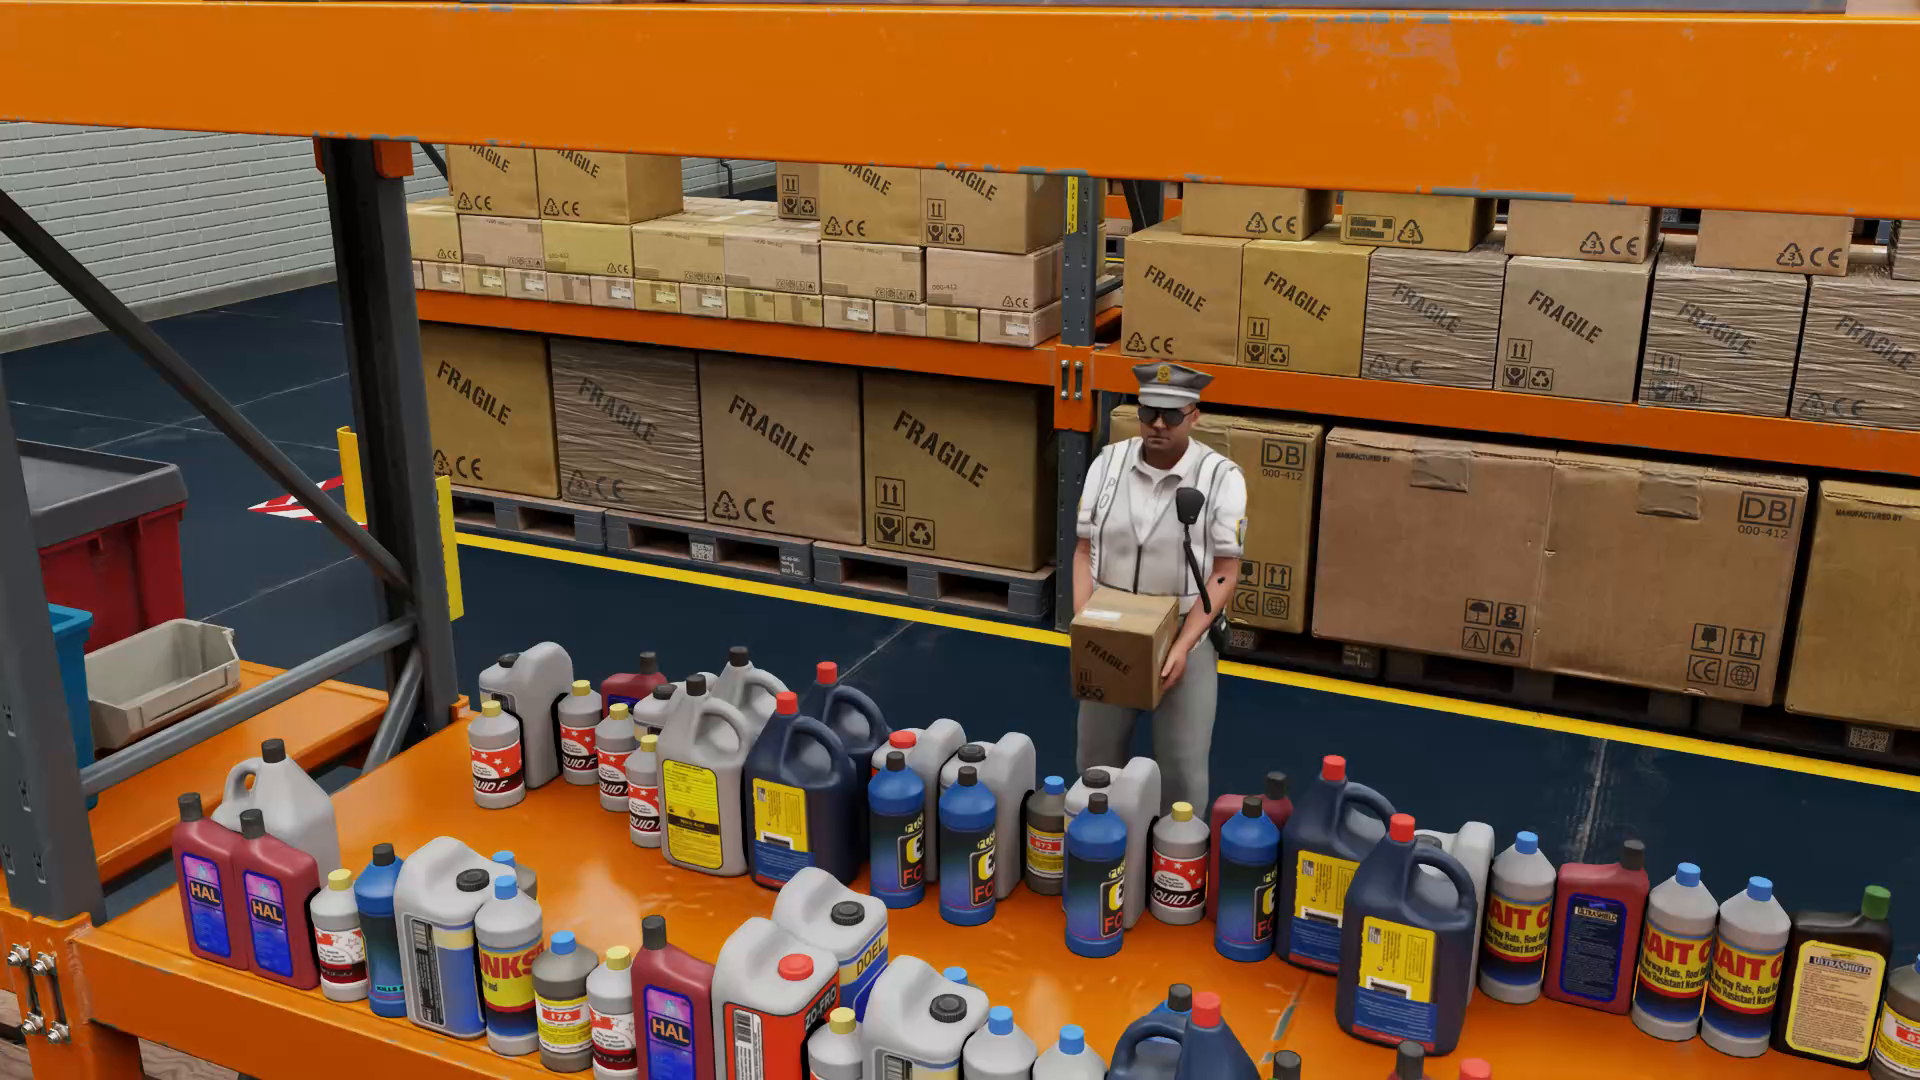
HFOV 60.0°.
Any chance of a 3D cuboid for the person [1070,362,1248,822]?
[{"bbox_3d":[0.569,0.329,5.049,0.521,1.775,0.545,8,21,22],"label":"person"}]
